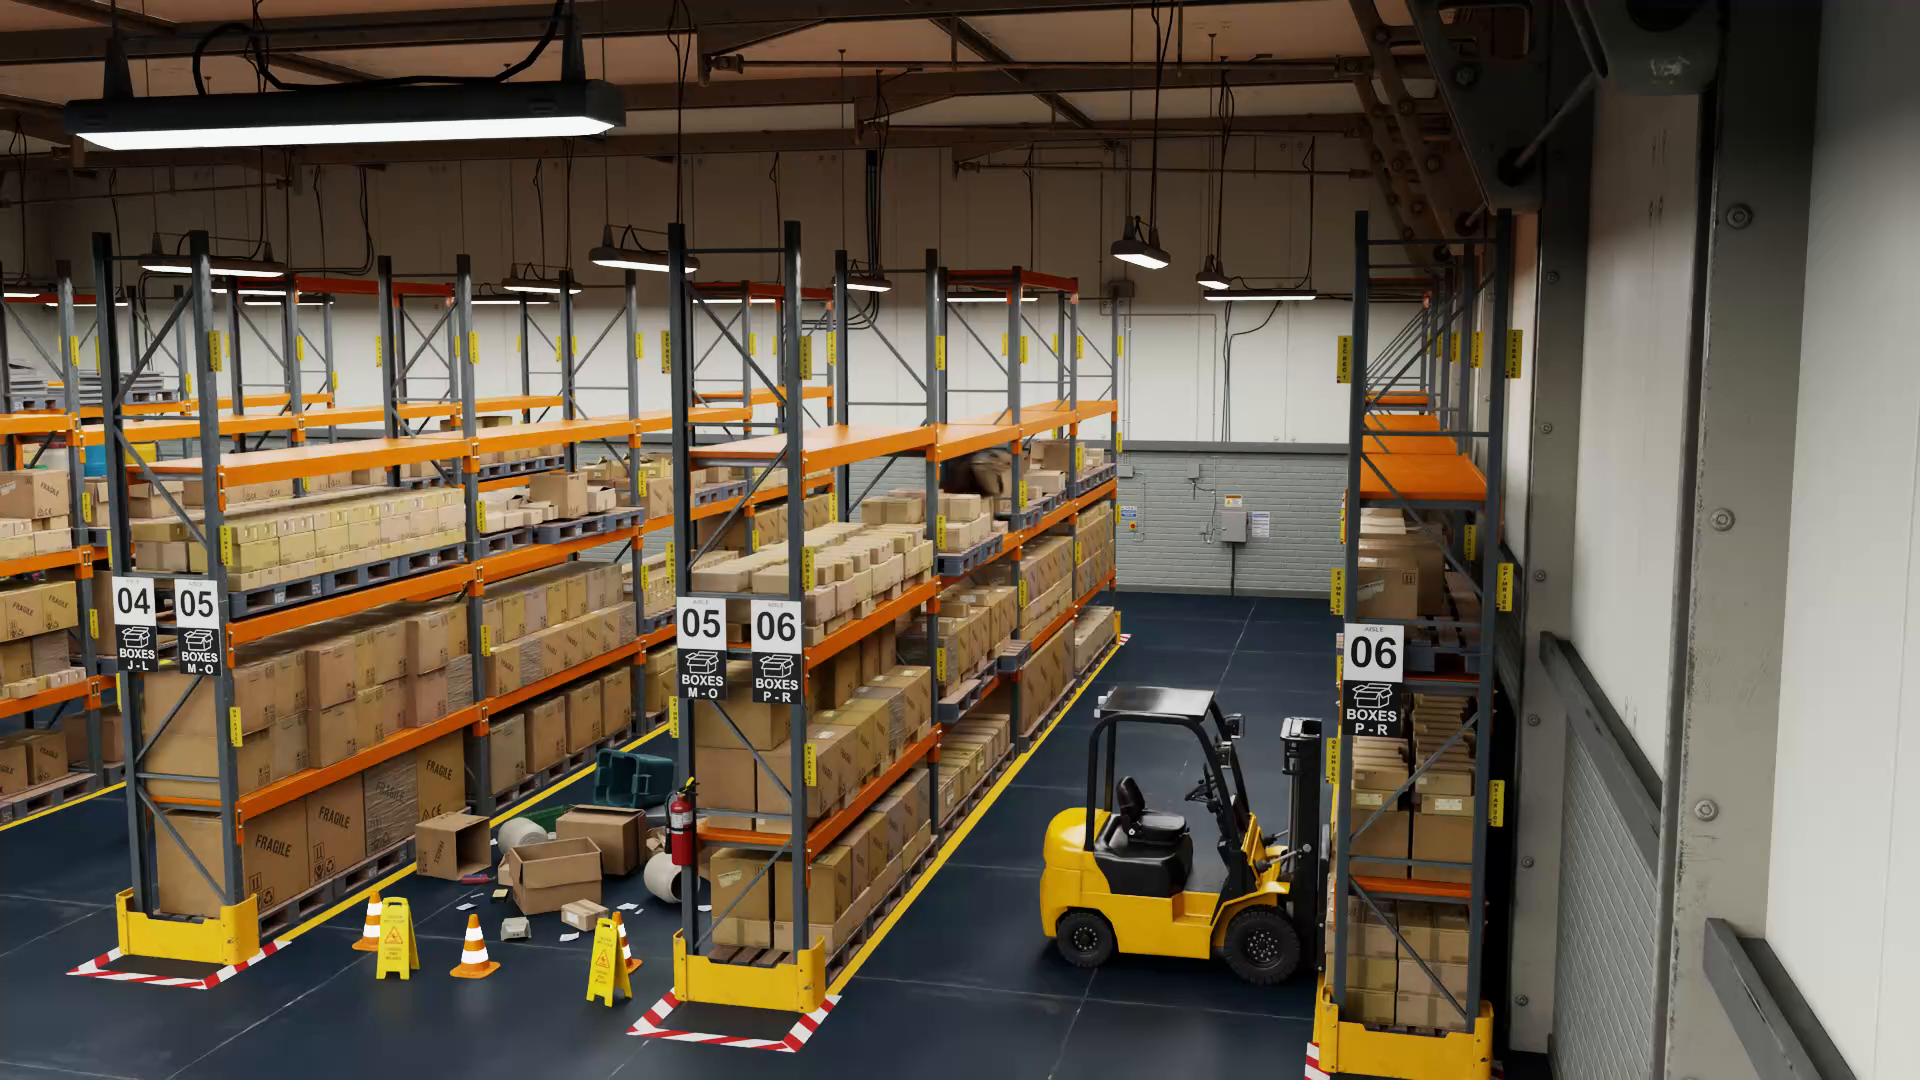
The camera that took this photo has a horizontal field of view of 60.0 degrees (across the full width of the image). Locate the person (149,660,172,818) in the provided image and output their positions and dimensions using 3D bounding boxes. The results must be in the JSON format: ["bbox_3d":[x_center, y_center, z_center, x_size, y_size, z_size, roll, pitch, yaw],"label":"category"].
[{"bbox_3d":[-8.413,2.136,17.633,0.603,1.759,0.561,-6,9,-42],"label":"person"}]
